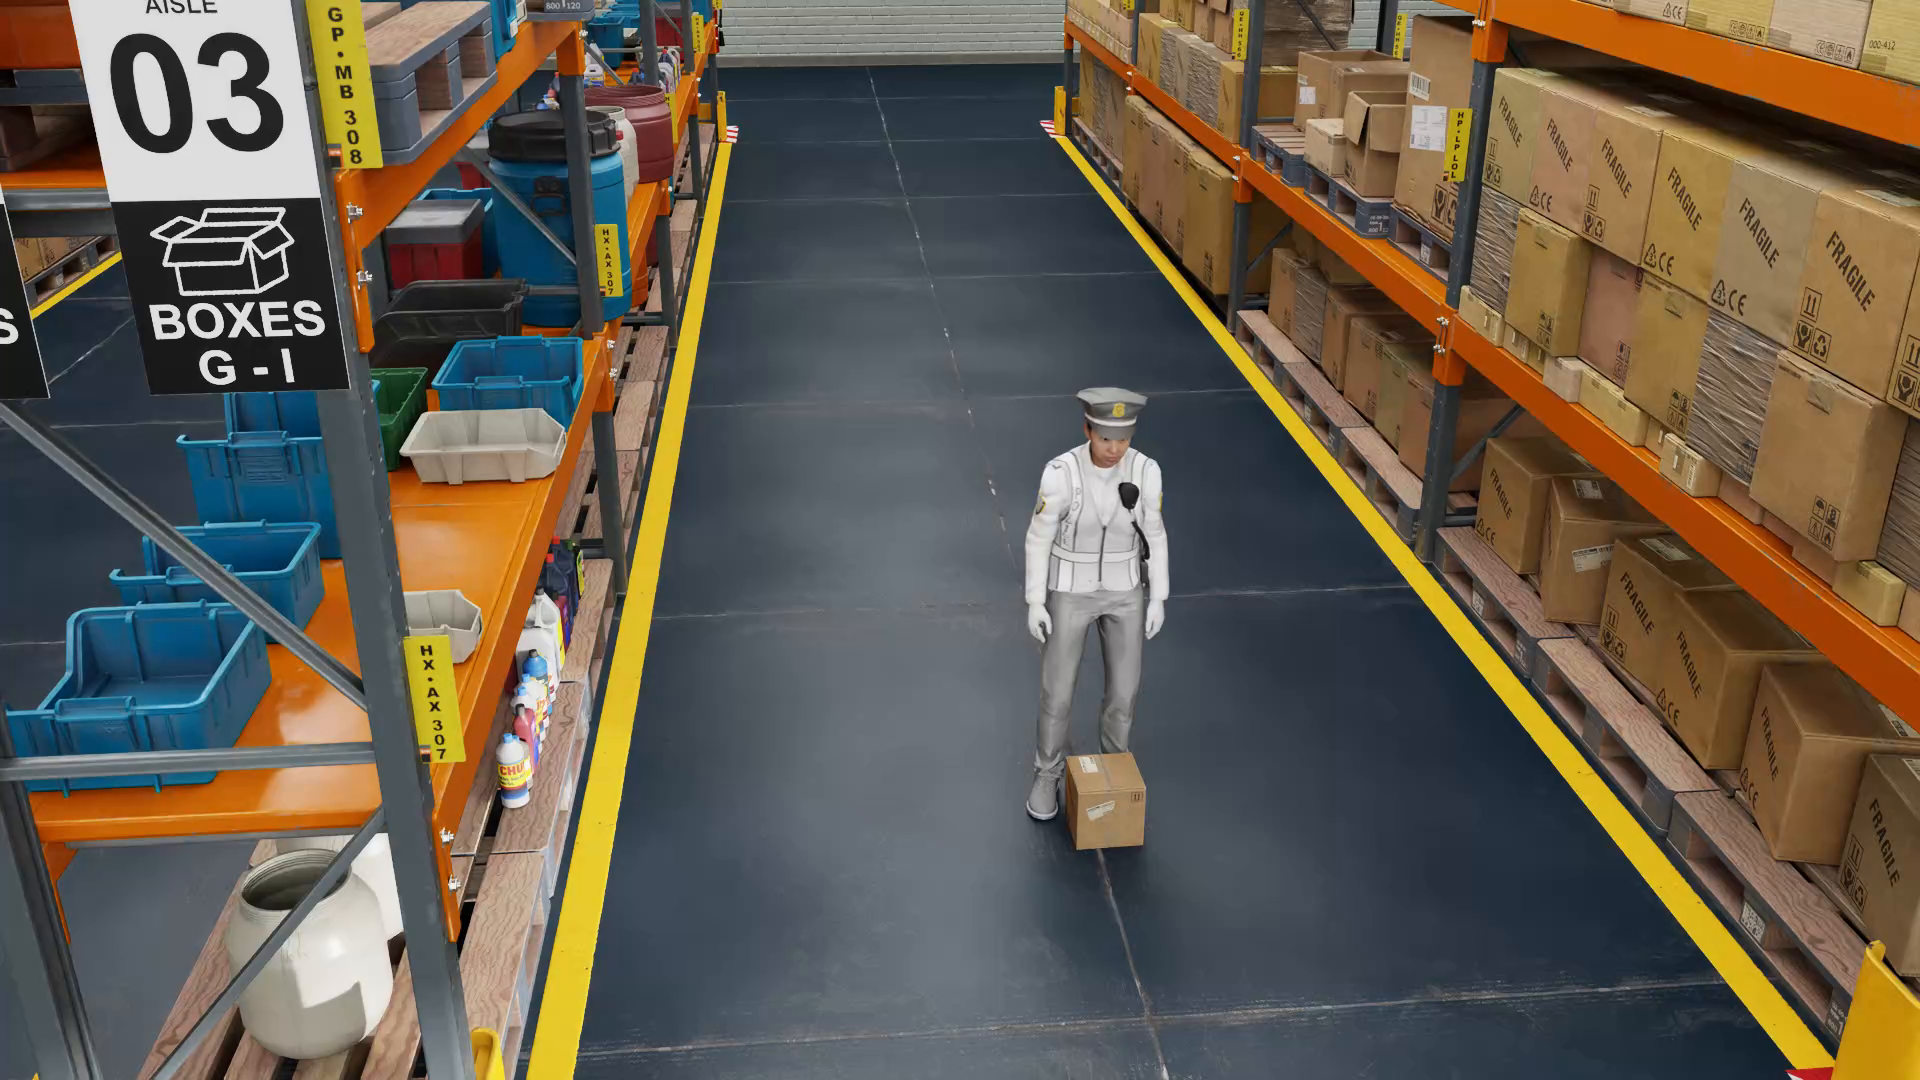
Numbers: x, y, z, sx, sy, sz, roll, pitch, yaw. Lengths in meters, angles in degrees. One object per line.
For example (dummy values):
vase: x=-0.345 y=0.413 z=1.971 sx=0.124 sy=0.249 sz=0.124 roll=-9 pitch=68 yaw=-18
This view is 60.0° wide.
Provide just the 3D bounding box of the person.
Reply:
person: x=0.499 y=0.224 z=6.091 sx=0.530 sy=1.663 sz=0.371 roll=-2 pitch=24 yaw=-5
